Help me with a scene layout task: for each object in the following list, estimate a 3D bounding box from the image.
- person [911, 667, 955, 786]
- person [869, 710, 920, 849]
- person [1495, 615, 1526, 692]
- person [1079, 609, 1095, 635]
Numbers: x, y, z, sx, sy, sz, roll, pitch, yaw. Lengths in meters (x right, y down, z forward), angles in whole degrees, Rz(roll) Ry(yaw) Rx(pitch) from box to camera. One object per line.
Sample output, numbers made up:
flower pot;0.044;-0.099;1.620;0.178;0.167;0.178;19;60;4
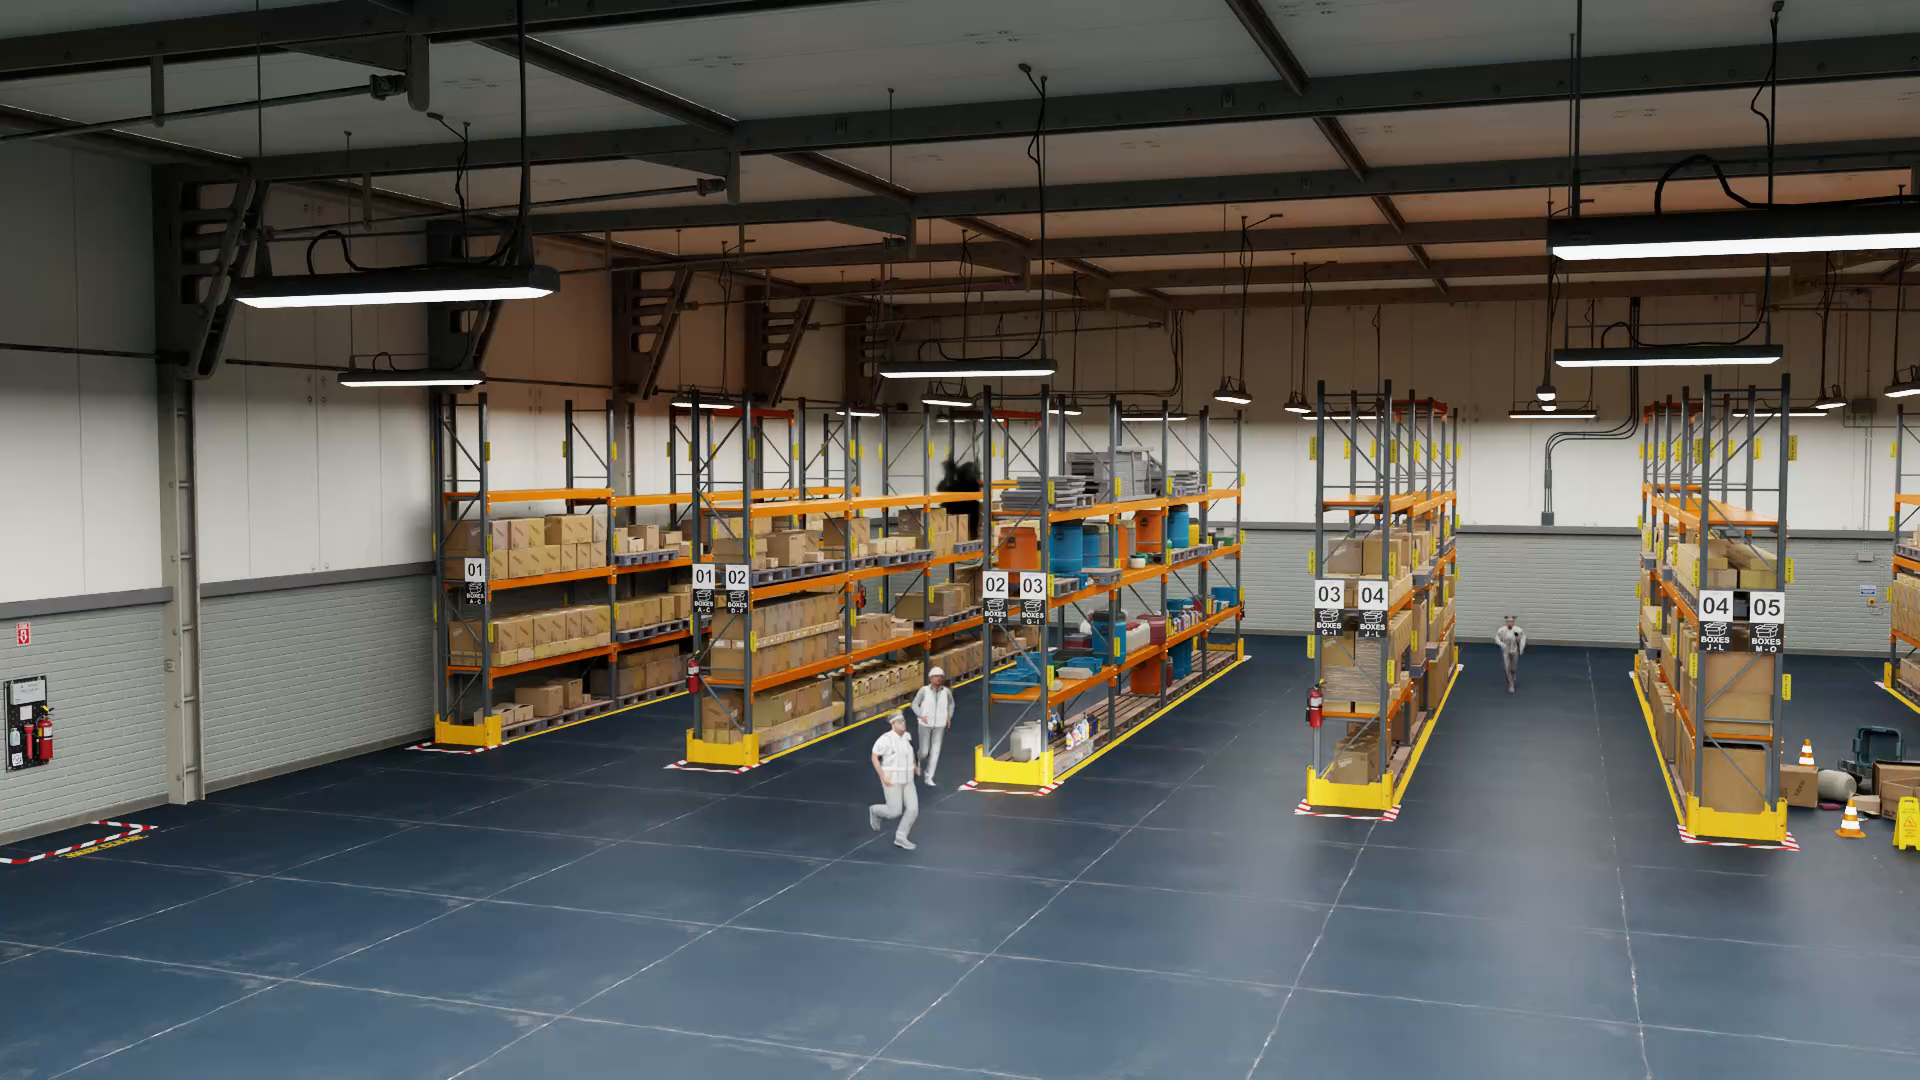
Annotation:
person;-0.394;2.794;25.198;0.693;1.750;0.751;-1;3;-14
person;-0.822;3.021;21.116;0.683;1.747;0.659;-3;4;-42
person;11.493;2.354;34.722;0.596;1.626;0.688;1;3;23
person;2.824;2.285;35.687;0.562;1.654;0.687;1;3;16
